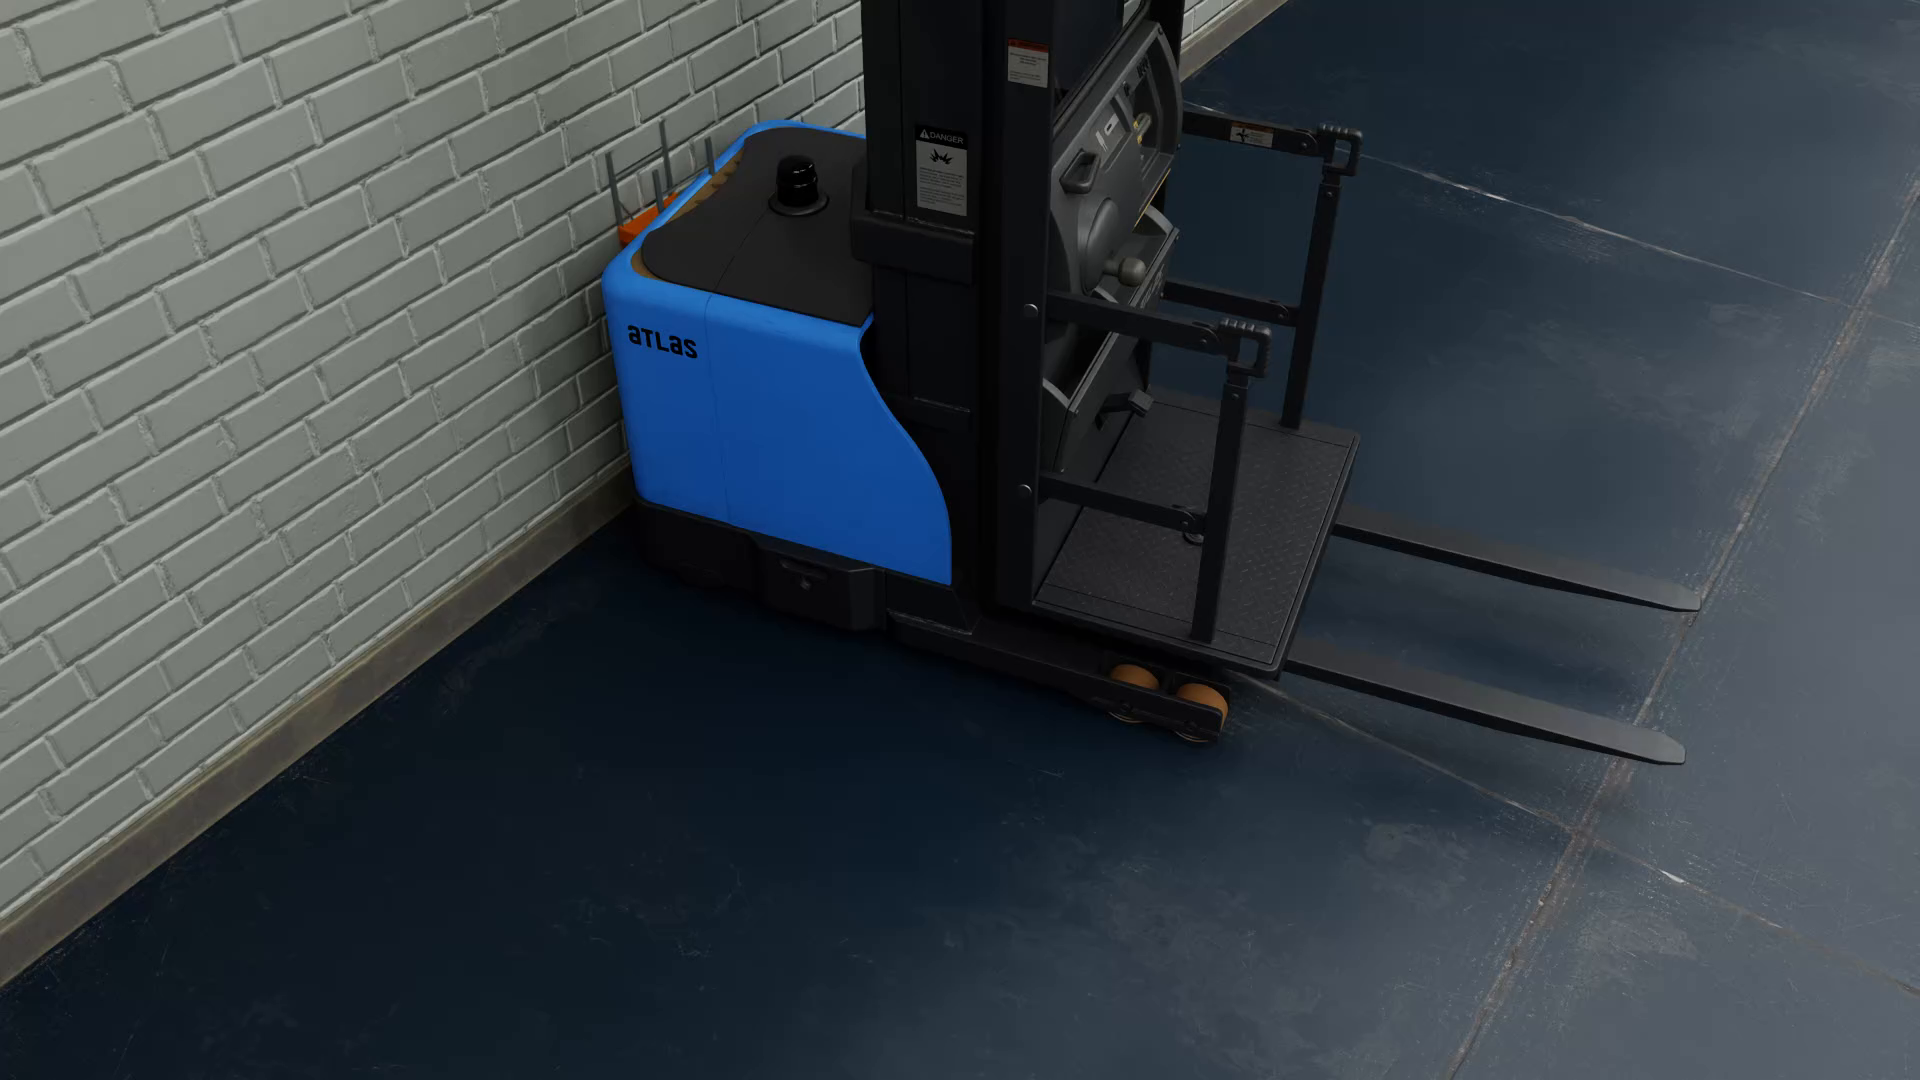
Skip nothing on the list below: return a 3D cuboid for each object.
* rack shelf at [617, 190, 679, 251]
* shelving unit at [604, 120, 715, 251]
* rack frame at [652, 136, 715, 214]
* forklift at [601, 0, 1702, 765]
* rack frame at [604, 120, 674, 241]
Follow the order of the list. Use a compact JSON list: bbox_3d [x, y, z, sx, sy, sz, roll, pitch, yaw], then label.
[{"bbox_3d":[-0.854,-0.910,4.915,0.180,0.103,0.258,24,48,26],"label":"rack shelf"},{"bbox_3d":[-0.848,-0.676,5.126,0.189,1.200,0.258,24,48,26],"label":"shelving unit"},{"bbox_3d":[-0.773,-0.642,5.086,0.006,1.200,0.240,24,48,26],"label":"rack frame"},{"bbox_3d":[0.583,-0.935,4.097,3.031,2.935,1.130,15,44,16],"label":"forklift"},{"bbox_3d":[-0.923,-0.710,5.166,0.006,1.200,0.240,24,48,26],"label":"rack frame"}]
